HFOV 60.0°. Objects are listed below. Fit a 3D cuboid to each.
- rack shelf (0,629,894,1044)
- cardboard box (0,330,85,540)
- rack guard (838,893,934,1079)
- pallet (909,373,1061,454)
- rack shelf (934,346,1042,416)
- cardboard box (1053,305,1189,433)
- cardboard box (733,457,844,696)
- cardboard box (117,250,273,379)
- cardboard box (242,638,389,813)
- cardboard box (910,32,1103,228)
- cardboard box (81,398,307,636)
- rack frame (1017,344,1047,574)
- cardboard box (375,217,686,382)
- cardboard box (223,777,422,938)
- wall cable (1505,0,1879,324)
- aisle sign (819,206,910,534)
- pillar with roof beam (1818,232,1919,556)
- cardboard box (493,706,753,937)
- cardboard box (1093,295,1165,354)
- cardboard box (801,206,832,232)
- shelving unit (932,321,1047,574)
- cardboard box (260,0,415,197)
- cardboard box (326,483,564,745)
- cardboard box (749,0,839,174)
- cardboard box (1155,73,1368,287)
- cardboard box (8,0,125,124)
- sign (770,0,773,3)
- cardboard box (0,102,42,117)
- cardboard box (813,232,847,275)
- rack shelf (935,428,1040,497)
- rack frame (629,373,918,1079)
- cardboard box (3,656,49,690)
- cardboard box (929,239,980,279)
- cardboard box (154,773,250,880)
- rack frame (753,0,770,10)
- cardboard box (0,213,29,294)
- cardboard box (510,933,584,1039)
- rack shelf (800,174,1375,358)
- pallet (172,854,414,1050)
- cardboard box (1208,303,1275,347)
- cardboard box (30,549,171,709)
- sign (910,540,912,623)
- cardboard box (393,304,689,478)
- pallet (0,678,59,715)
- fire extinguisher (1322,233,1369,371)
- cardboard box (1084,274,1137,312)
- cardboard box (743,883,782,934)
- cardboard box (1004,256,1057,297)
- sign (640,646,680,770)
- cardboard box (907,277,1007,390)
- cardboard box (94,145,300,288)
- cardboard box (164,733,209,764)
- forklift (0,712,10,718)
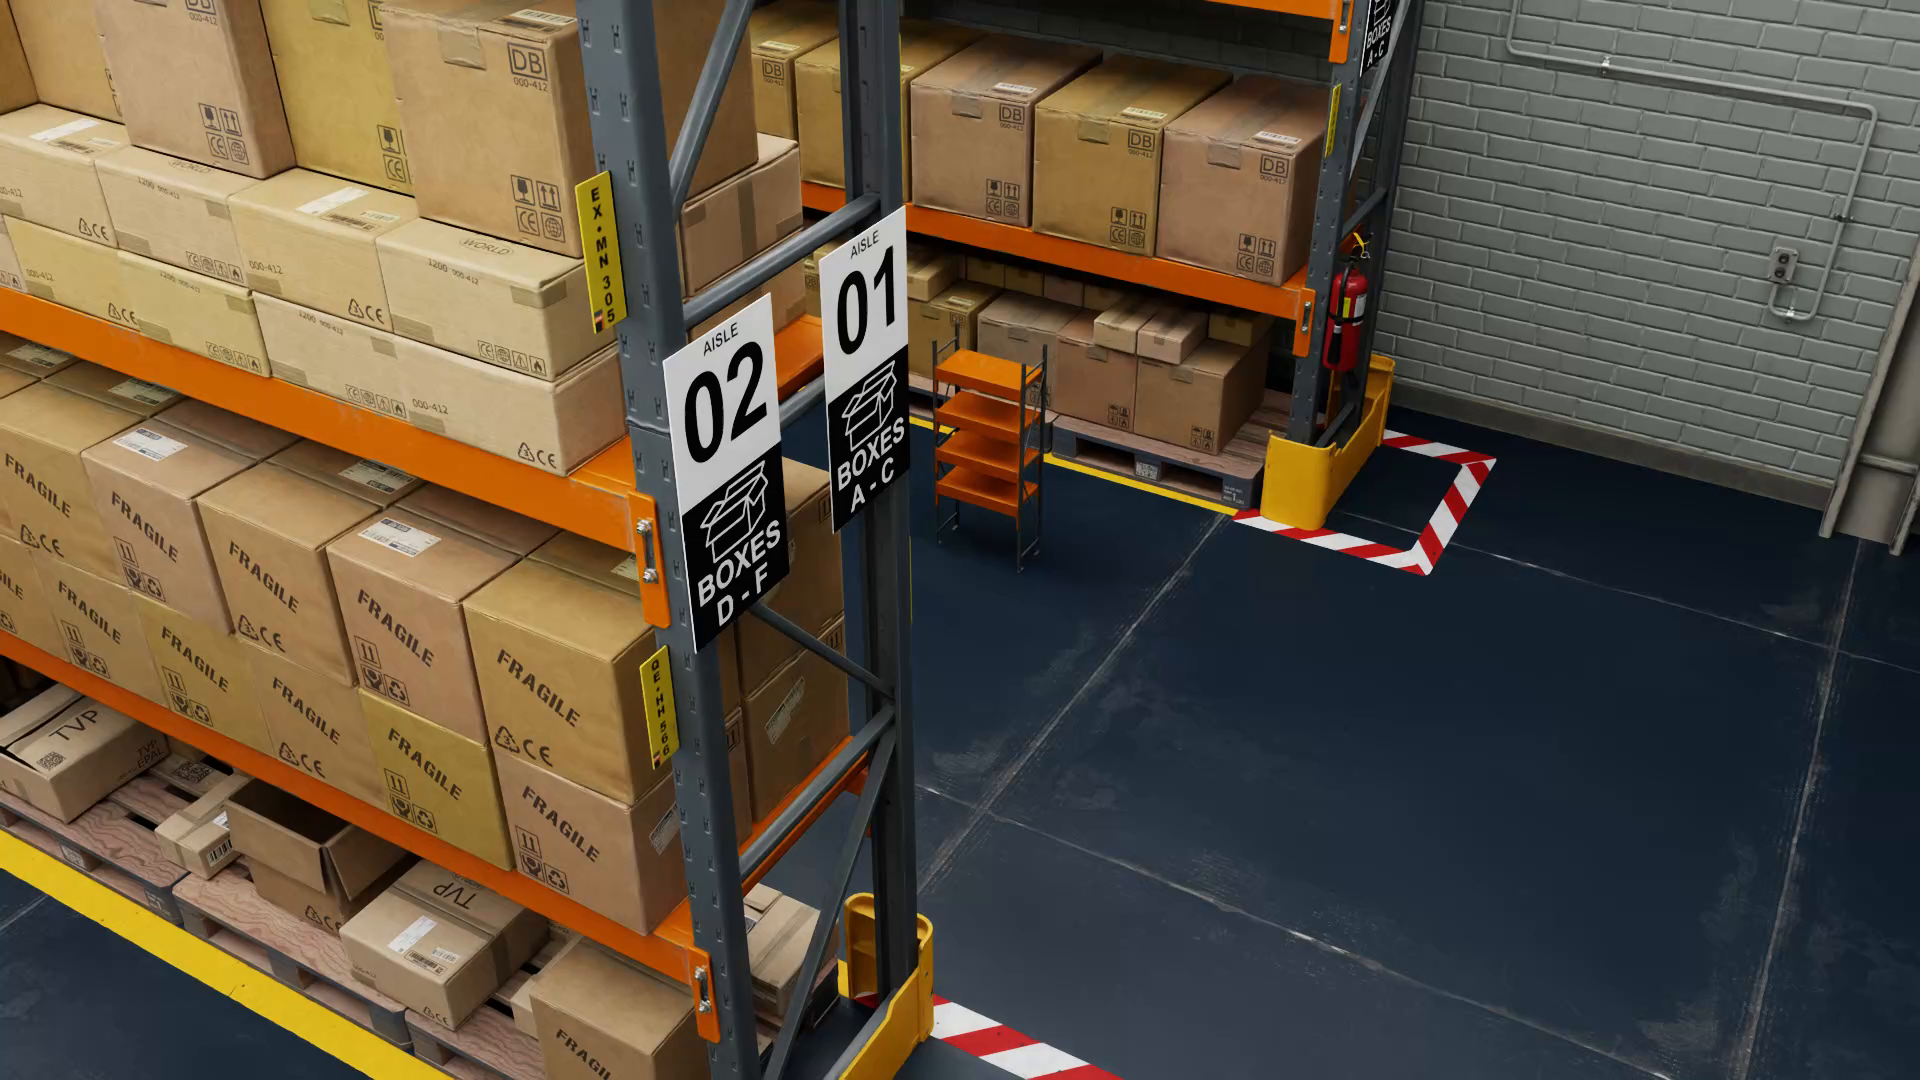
[{"bbox_3d":[-2.181,0.516,5.918,4.000,0.370,1.077,18,37,24],"label":"rack shelf"},{"bbox_3d":[-3.200,-0.385,5.629,0.500,0.500,0.500,16,37,23],"label":"cardboard box"},{"bbox_3d":[-0.511,1.786,5.617,0.348,0.500,1.175,18,37,24],"label":"rack guard"},{"bbox_3d":[0.222,-0.976,10.025,1.213,0.211,1.003,18,37,24],"label":"pallet"},{"bbox_3d":[0.144,-0.781,8.131,0.480,0.148,0.258,18,37,24],"label":"rack shelf"},{"bbox_3d":[0.918,-1.035,9.474,0.500,0.500,0.700,17,37,24],"label":"cardboard box"},{"bbox_3d":[-0.699,0.060,4.962,0.500,0.500,0.500,19,38,26],"label":"cardboard box"},{"bbox_3d":[-1.891,-0.708,4.536,0.500,0.250,0.500,18,37,24],"label":"cardboard box"},{"bbox_3d":[-1.851,0.452,5.275,0.500,0.500,0.500,18,38,25],"label":"cardboard box"},{"bbox_3d":[0.268,-2.288,9.208,0.700,0.700,0.980,16,37,22],"label":"cardboard box"},{"bbox_3d":[-2.305,-0.102,5.204,0.500,0.500,0.500,19,38,26],"label":"cardboard box"},{"bbox_3d":[0.356,-0.387,8.248,0.015,1.200,0.240,18,37,24],"label":"rack frame"},{"bbox_3d":[-1.017,-0.646,3.992,0.500,0.250,0.500,18,37,24],"label":"cardboard box"},{"bbox_3d":[-2.284,1.036,6.343,0.637,0.503,0.797,18,37,24],"label":"cardboard box"},{"bbox_3d":[3.591,-2.144,8.347,1.851,1.984,0.084,18,37,24],"label":"wall cable"},{"bbox_3d":[-0.240,-0.438,4.356,0.004,0.787,0.394,18,37,24],"label":"aisle sign"},{"bbox_3d":[2.647,-1.718,3.210,0.400,9.000,9.100,18,37,24],"label":"pillar with roof beam"},{"bbox_3d":[-0.969,0.733,4.853,0.500,0.500,0.500,19,38,26],"label":"cardboard box"},{"bbox_3d":[0.928,-1.185,9.114,0.250,0.149,0.380,19,38,26],"label":"cardboard box"},{"bbox_3d":[-0.892,-2.003,10.343,0.250,0.149,0.380,17,37,24],"label":"cardboard box"},{"bbox_3d":[0.144,-0.454,8.349,0.503,1.200,0.258,18,37,24],"label":"shelving unit"},{"bbox_3d":[-1.291,-1.252,4.225,0.500,0.500,0.700,18,37,24],"label":"cardboard box"},{"bbox_3d":[-1.407,0.180,4.781,0.500,0.500,0.500,19,38,26],"label":"cardboard box"},{"bbox_3d":[-1.000,-2.686,9.807,0.700,0.700,0.980,18,38,25],"label":"cardboard box"},{"bbox_3d":[1.562,-1.879,8.594,0.700,0.700,0.980,19,38,26],"label":"cardboard box"},{"bbox_3d":[-2.166,-1.520,4.628,0.500,0.500,0.700,18,37,24],"label":"cardboard box"},{"bbox_3d":[-1.189,-3.379,10.266,0.005,0.325,0.100,18,37,24],"label":"sign"},{"bbox_3d":[-2.755,-1.195,4.816,0.500,0.250,0.500,18,37,24],"label":"cardboard box"},{"bbox_3d":[-0.658,-1.686,9.867,0.250,0.149,0.380,19,38,26],"label":"cardboard box"},{"bbox_3d":[0.144,-0.398,8.386,0.480,0.148,0.258,18,37,24],"label":"rack shelf"},{"bbox_3d":[-0.445,0.766,4.893,0.127,3.000,1.000,18,37,24],"label":"rack frame"},{"bbox_3d":[-4.217,0.273,7.492,0.500,0.500,0.500,16,37,22],"label":"cardboard box"},{"bbox_3d":[0.015,-1.717,9.914,0.250,0.149,0.380,18,38,25],"label":"cardboard box"},{"bbox_3d":[-2.905,1.115,6.528,0.250,0.166,0.380,18,37,24],"label":"cardboard box"},{"bbox_3d":[-1.463,-2.719,10.126,0.127,3.000,1.000,18,37,24],"label":"rack frame"},{"bbox_3d":[-2.753,-0.989,4.958,0.500,0.250,0.500,18,37,24],"label":"cardboard box"},{"bbox_3d":[-1.346,1.577,5.835,0.250,0.166,0.380,18,37,24],"label":"cardboard box"},{"bbox_3d":[0.273,-1.869,9.500,4.000,0.370,1.077,18,37,24],"label":"rack shelf"},{"bbox_3d":[-2.259,1.351,6.530,1.213,0.211,1.003,18,37,24],"label":"pallet"},{"bbox_3d":[1.560,-1.229,9.181,0.250,0.149,0.380,18,38,25],"label":"cardboard box"},{"bbox_3d":[-2.731,0.174,5.692,0.500,0.500,0.500,17,37,24],"label":"cardboard box"},{"bbox_3d":[-0.176,0.145,5.045,0.005,0.325,0.100,18,37,24],"label":"sign"},{"bbox_3d":[-1.022,-0.434,4.125,0.500,0.250,0.500,18,37,24],"label":"cardboard box"},{"bbox_3d":[-4.643,0.622,7.626,1.213,0.211,1.003,18,37,24],"label":"pallet"},{"bbox_3d":[1.912,-1.168,8.203,0.183,0.674,0.296,18,37,24],"label":"fire extinguisher"},{"bbox_3d":[0.903,-1.437,9.493,0.250,0.149,0.380,18,38,25],"label":"cardboard box"},{"bbox_3d":[-0.855,1.413,6.081,0.250,0.166,0.380,18,37,24],"label":"cardboard box"},{"bbox_3d":[0.459,-1.577,9.703,0.250,0.149,0.380,18,38,25],"label":"cardboard box"},{"bbox_3d":[-0.738,0.414,4.092,0.005,0.325,0.100,18,37,24],"label":"sign"},{"bbox_3d":[0.014,-1.316,9.896,0.500,0.500,0.700,18,38,25],"label":"cardboard box"},{"bbox_3d":[-1.884,-0.923,4.408,0.500,0.250,0.500,18,37,24],"label":"cardboard box"},{"bbox_3d":[-3.282,0.544,7.085,0.500,0.500,0.500,18,37,24],"label":"cardboard box"},{"bbox_3d":[-3.222,-0.702,7.160,3.031,2.935,1.130,-16,37,-23],"label":"forklift"}]
